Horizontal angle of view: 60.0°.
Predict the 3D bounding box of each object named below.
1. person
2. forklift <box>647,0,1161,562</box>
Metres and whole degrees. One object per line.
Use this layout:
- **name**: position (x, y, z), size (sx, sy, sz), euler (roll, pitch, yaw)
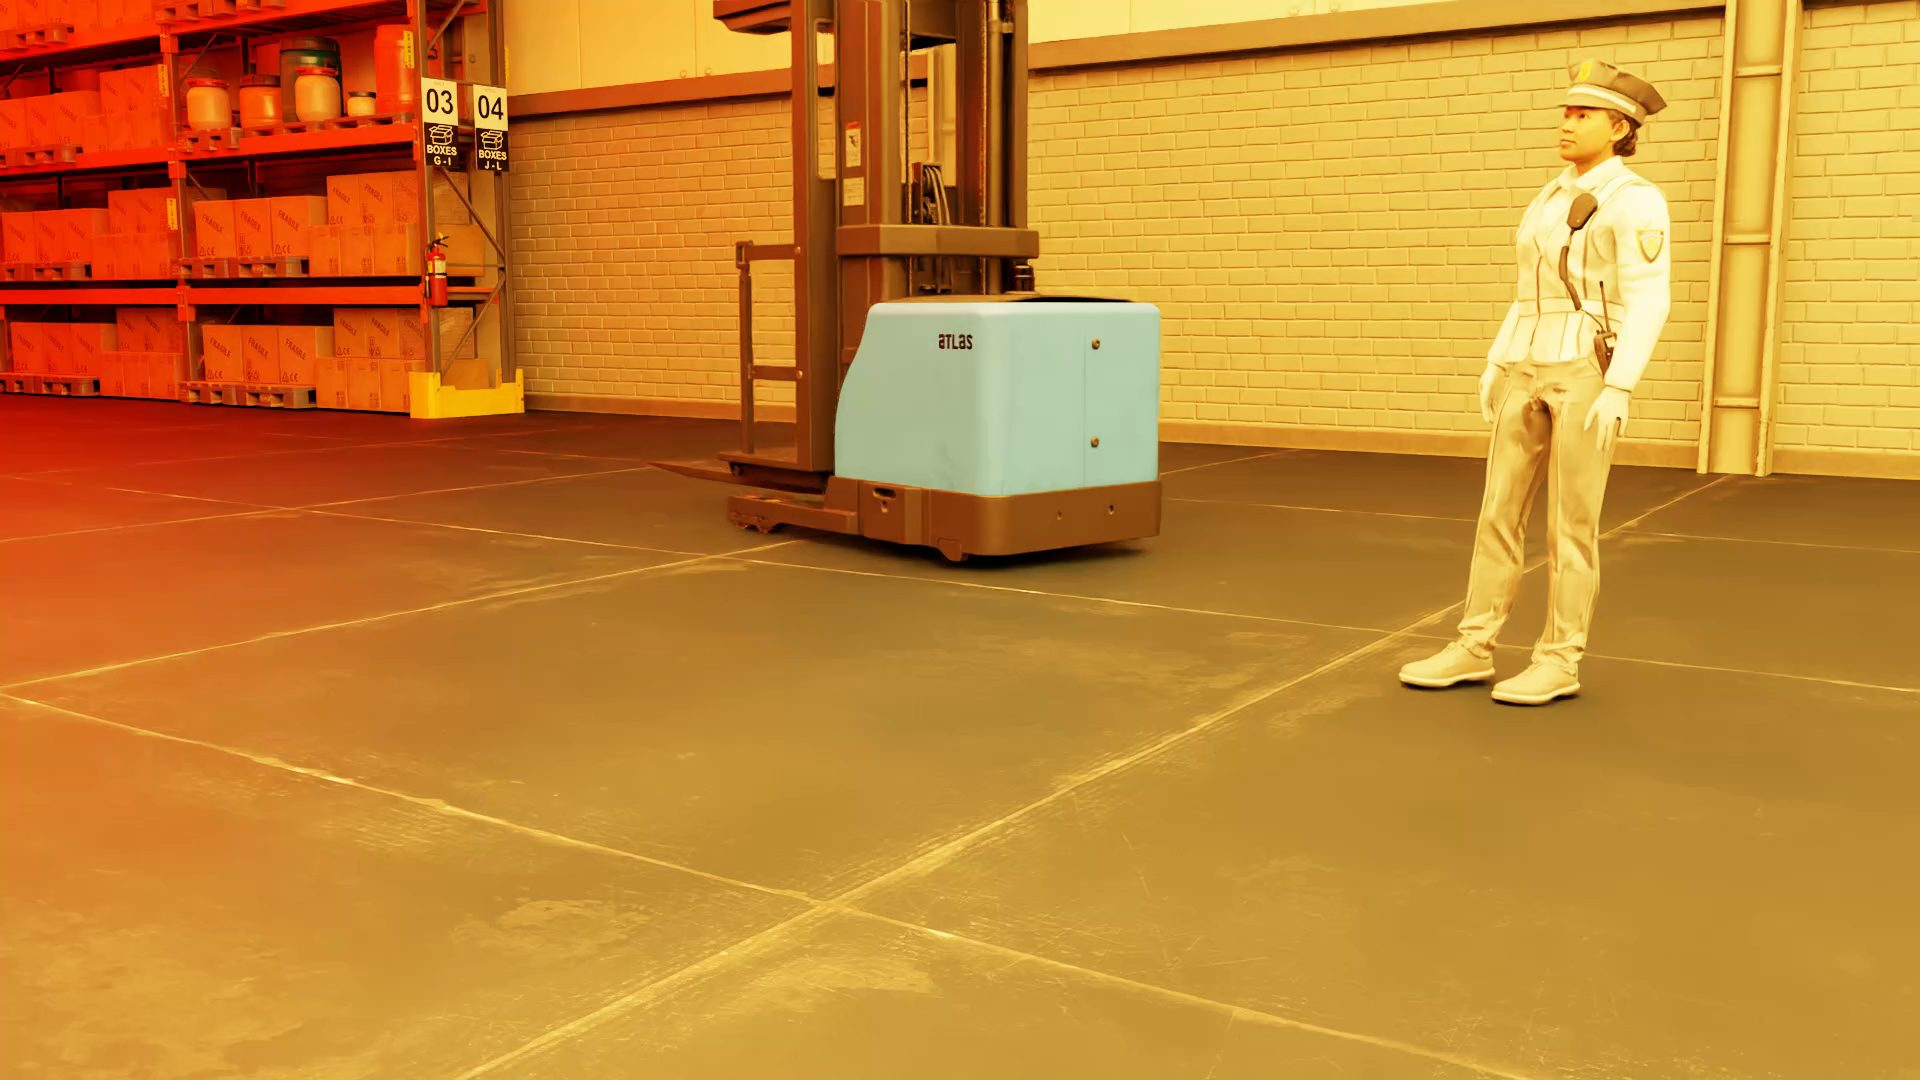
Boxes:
- **person**: position (1.559, -0.410, 4.445), size (0.522, 1.697, 0.591), euler (-3, 9, -19)
- **forklift**: position (-0.460, -1.520, 7.883), size (1.130, 2.935, 3.031), euler (-7, 11, -40)
